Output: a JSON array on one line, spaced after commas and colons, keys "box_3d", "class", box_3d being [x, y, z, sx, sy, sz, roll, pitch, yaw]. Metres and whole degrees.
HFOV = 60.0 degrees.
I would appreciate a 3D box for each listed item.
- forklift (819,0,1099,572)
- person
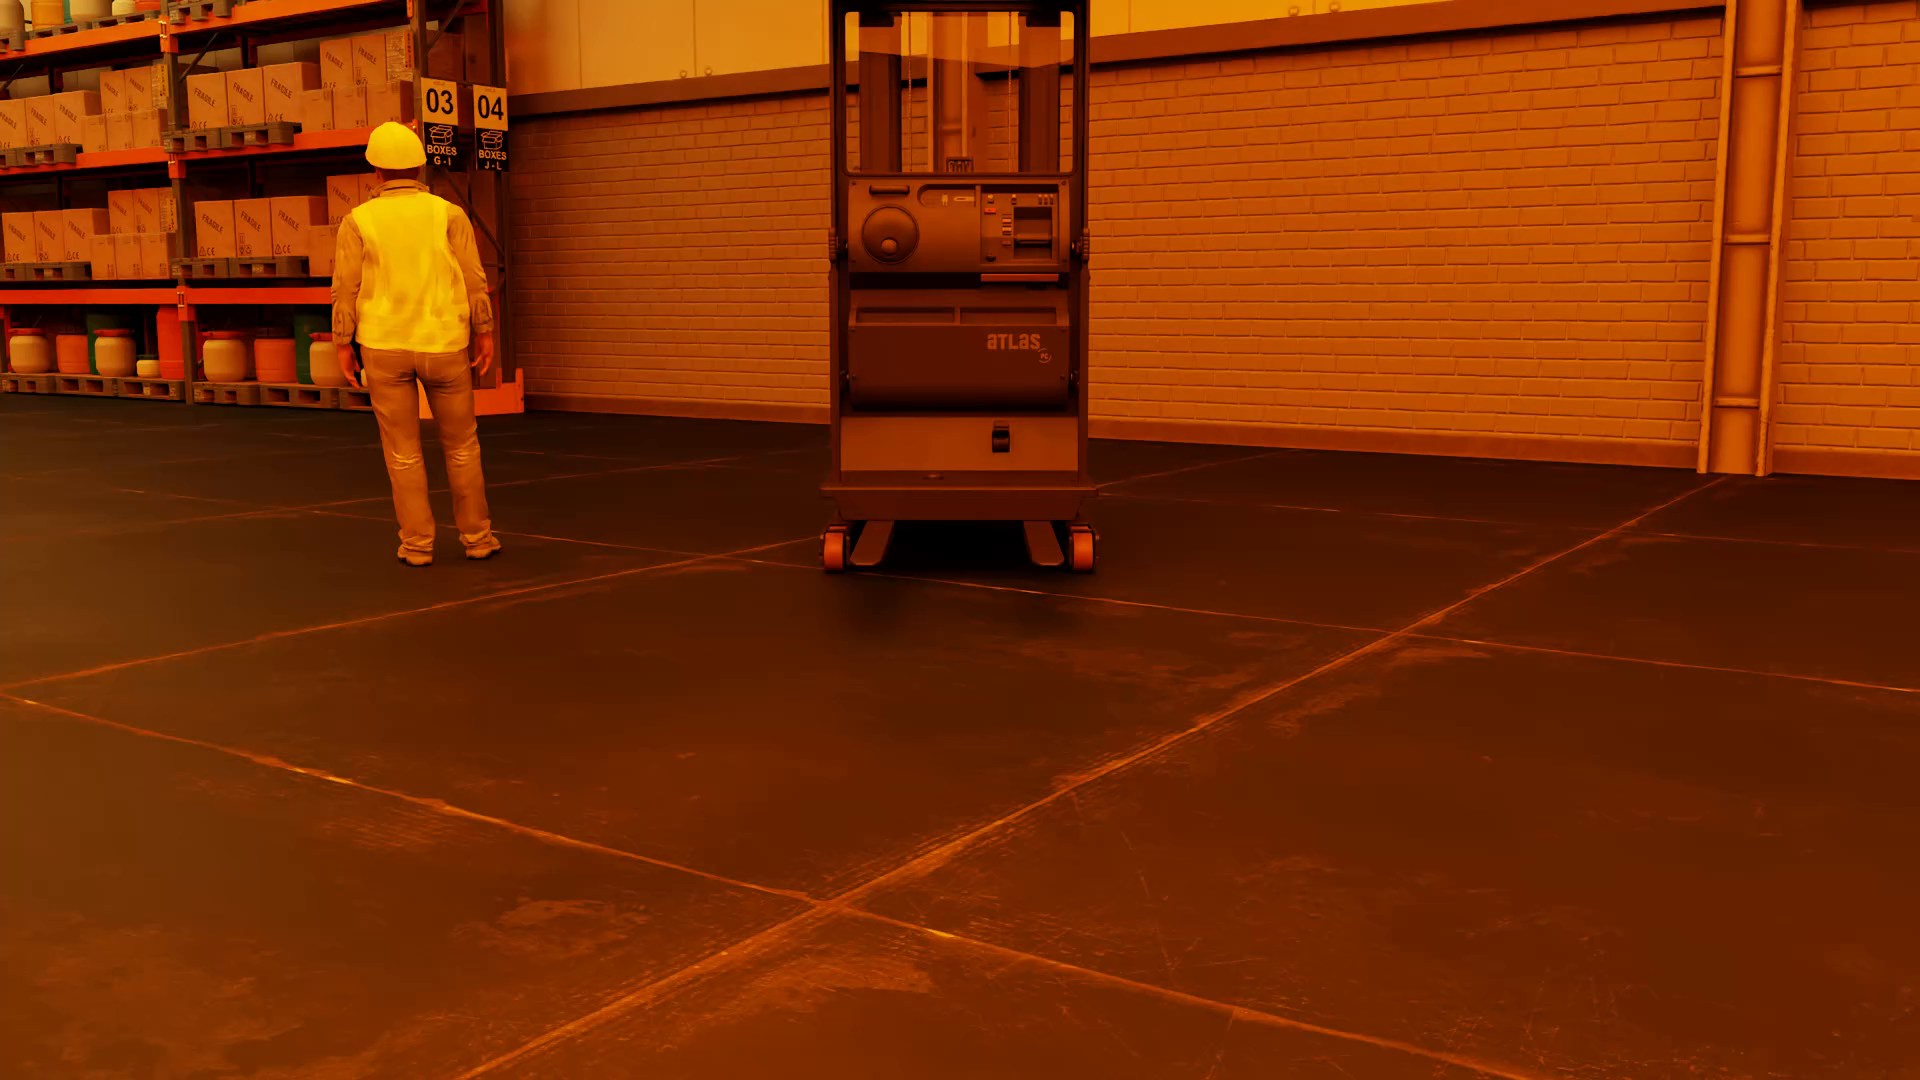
[{"box_3d": [-0.003, -1.363, 6.779, 1.130, 2.935, 3.031, 0, 8, 0], "class": "forklift"}, {"box_3d": [-2.234, -0.793, 6.824, 0.631, 1.774, 0.569, -3, 9, -18], "class": "person"}]
